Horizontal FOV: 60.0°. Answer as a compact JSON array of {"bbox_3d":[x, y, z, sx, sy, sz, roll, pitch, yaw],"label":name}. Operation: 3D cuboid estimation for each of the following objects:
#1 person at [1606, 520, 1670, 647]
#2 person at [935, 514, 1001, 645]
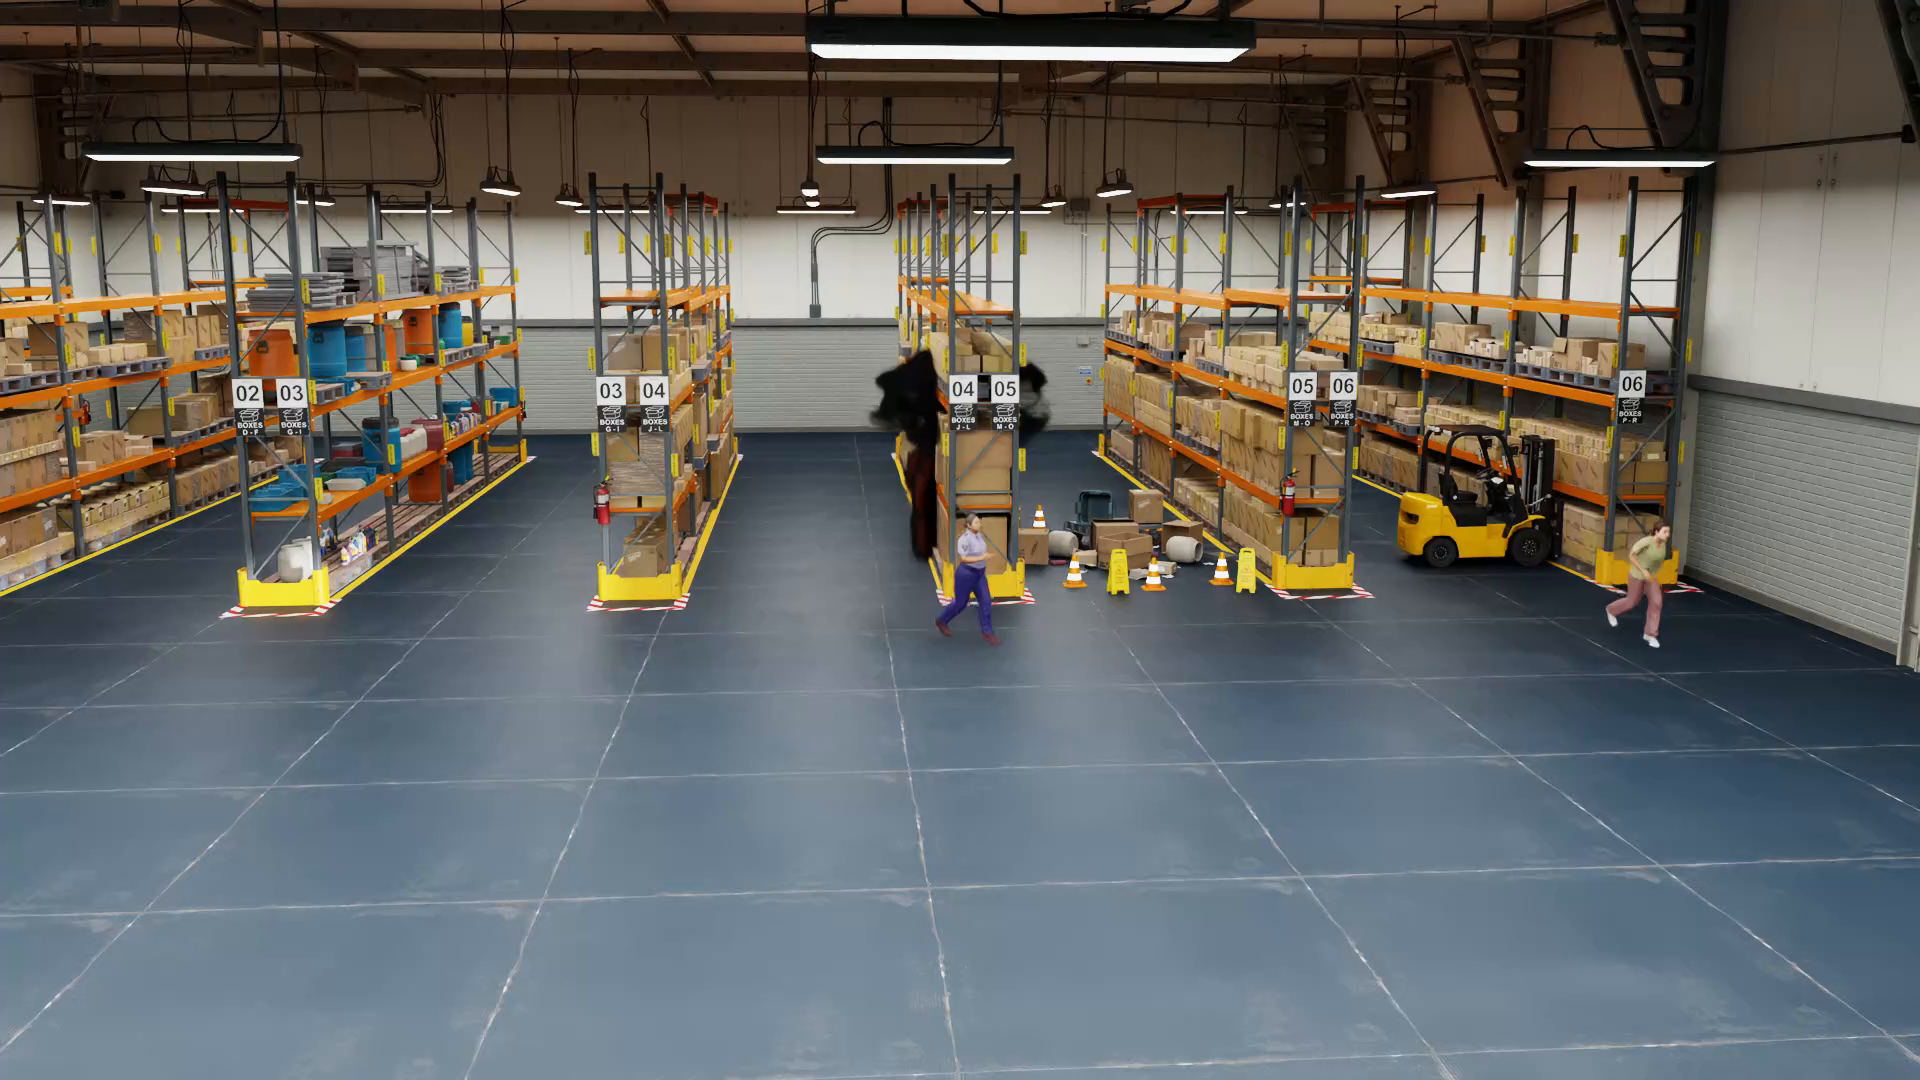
[{"bbox_3d":[8.727,0.498,21.389,0.604,1.623,0.990,-5,11,-25],"label":"person"},{"bbox_3d":[0.127,0.479,21.126,0.893,1.652,0.598,7,12,34],"label":"person"}]
